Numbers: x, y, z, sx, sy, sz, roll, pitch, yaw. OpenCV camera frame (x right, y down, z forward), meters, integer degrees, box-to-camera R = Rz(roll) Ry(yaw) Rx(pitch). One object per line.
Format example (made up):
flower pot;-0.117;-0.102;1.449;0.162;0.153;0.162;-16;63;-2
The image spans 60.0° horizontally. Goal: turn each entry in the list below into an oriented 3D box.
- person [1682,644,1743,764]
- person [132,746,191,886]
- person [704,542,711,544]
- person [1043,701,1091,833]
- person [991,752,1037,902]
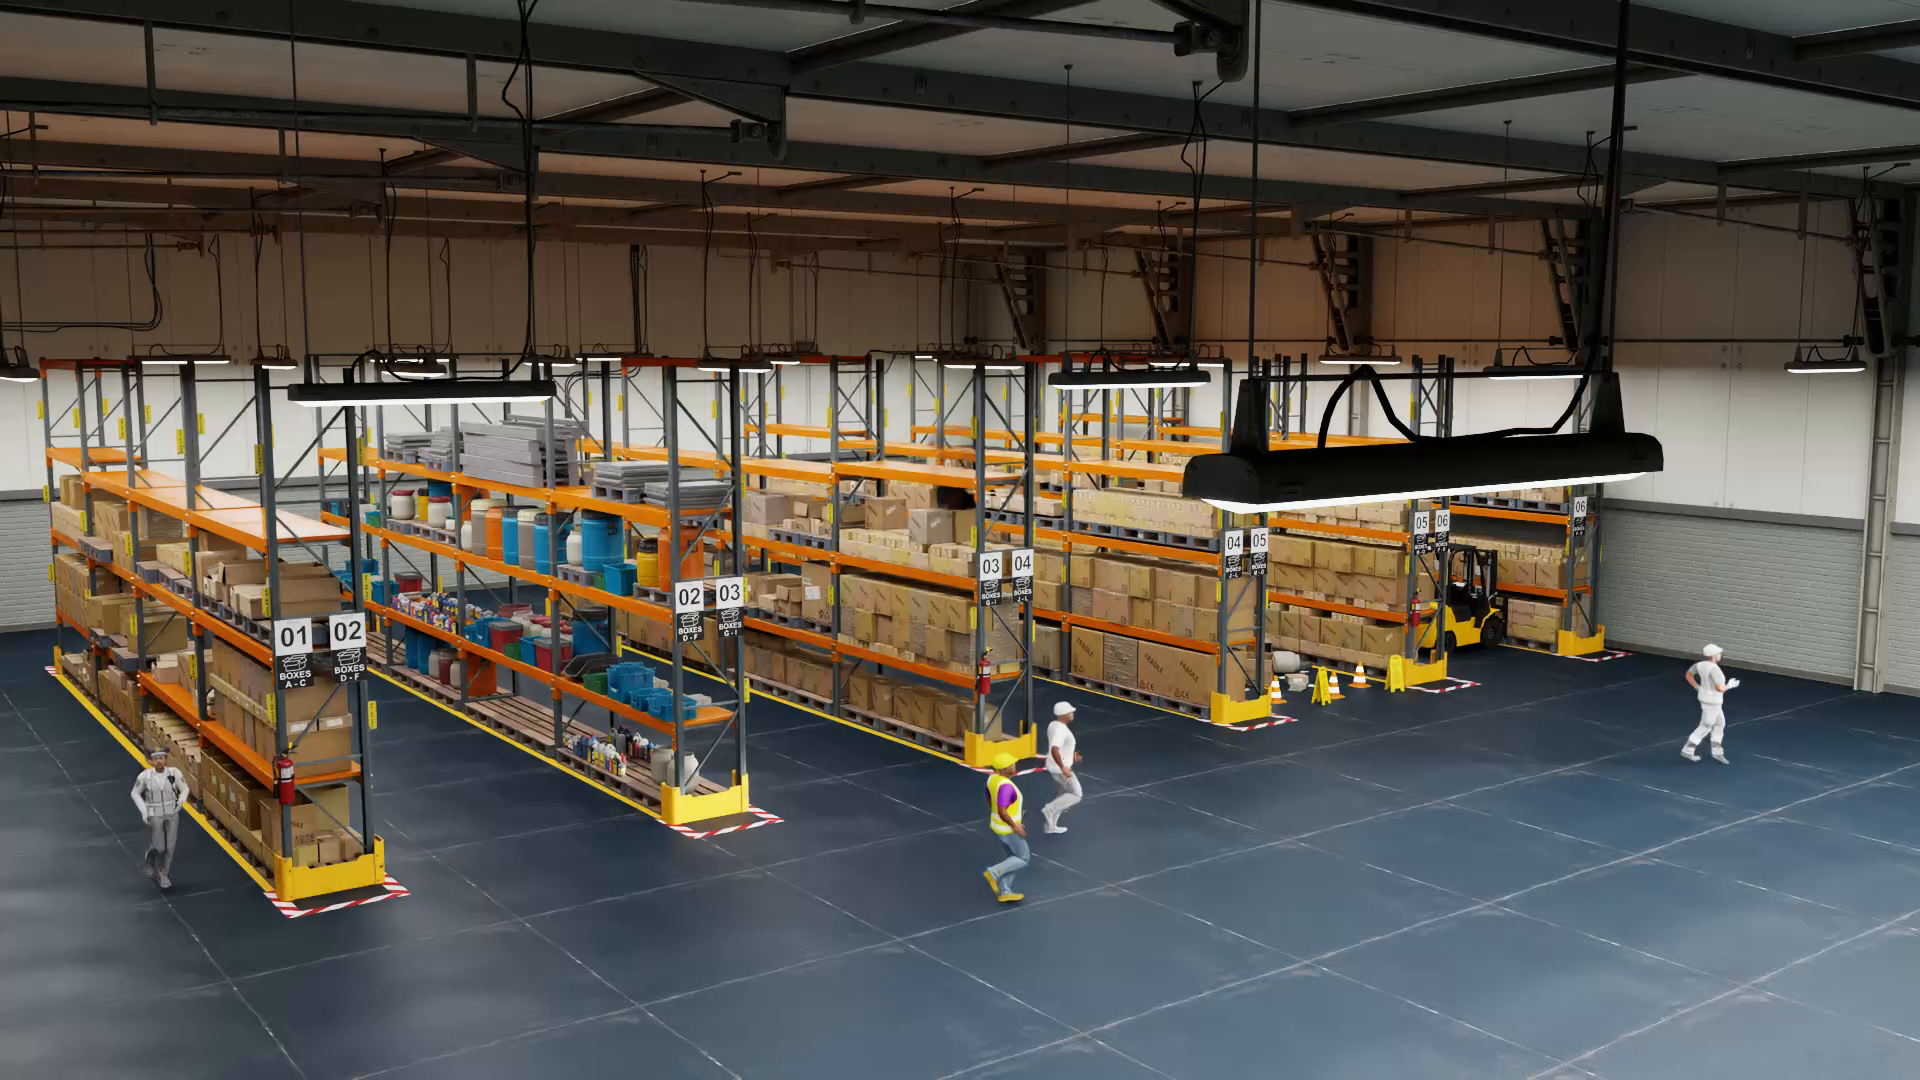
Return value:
person;11.229;2.455;24.781;0.850;1.828;0.643;1;7;6
person;-9.210;3.200;19.259;0.599;1.666;0.543;-5;8;-34
person;-6.356;0.698;39.764;1.014;1.723;0.844;0;7;-3
person;1.395;2.913;21.363;0.651;1.711;0.687;-1;7;-10
person;0.590;3.231;18.759;0.580;1.717;0.698;-2;7;-17
